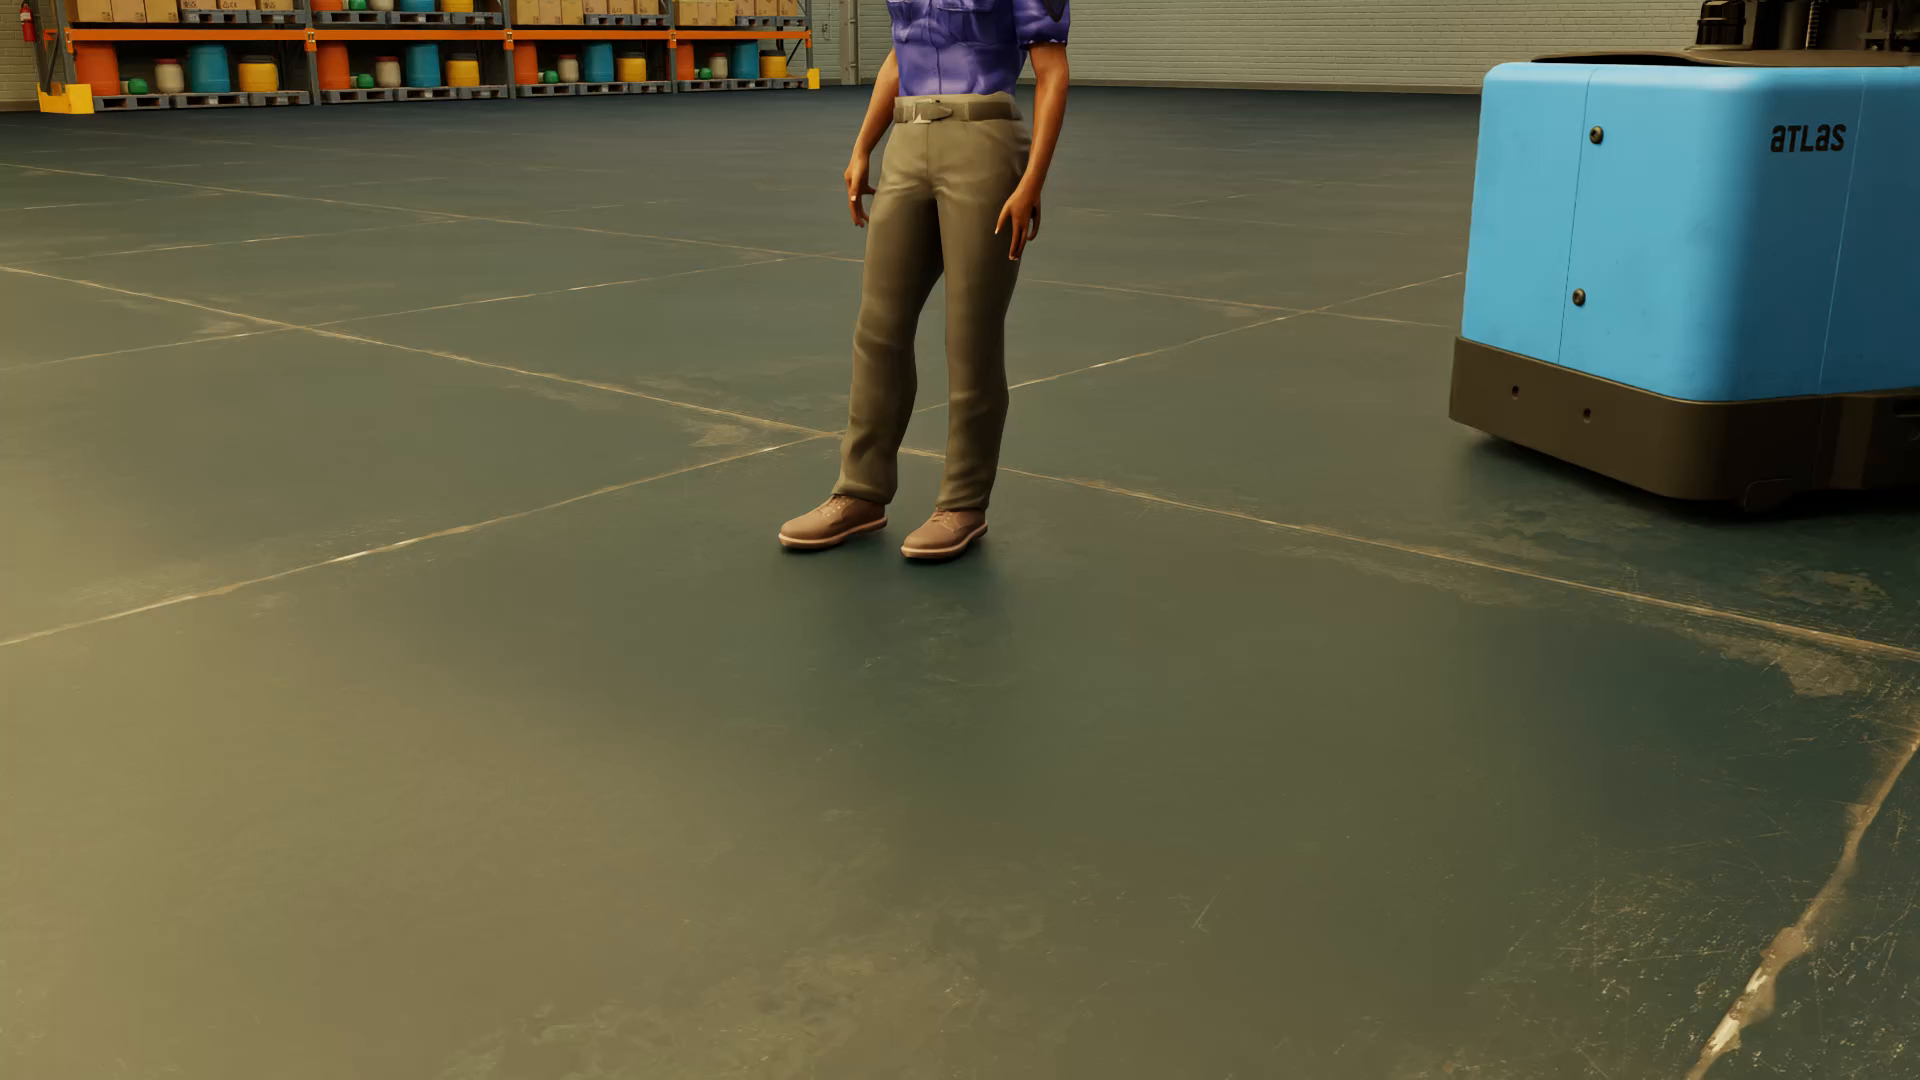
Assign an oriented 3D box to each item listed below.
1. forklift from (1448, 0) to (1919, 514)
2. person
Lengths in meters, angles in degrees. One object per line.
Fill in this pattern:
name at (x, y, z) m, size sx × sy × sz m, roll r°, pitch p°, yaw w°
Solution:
forklift at (3.007, -1.699, 4.494) m, size 3.031 × 2.935 × 1.130 m, roll -5°, pitch 18°, yaw -17°
person at (-0.071, -0.782, 3.647) m, size 0.570 × 1.654 × 0.504 m, roll 13°, pitch 21°, yaw 37°
